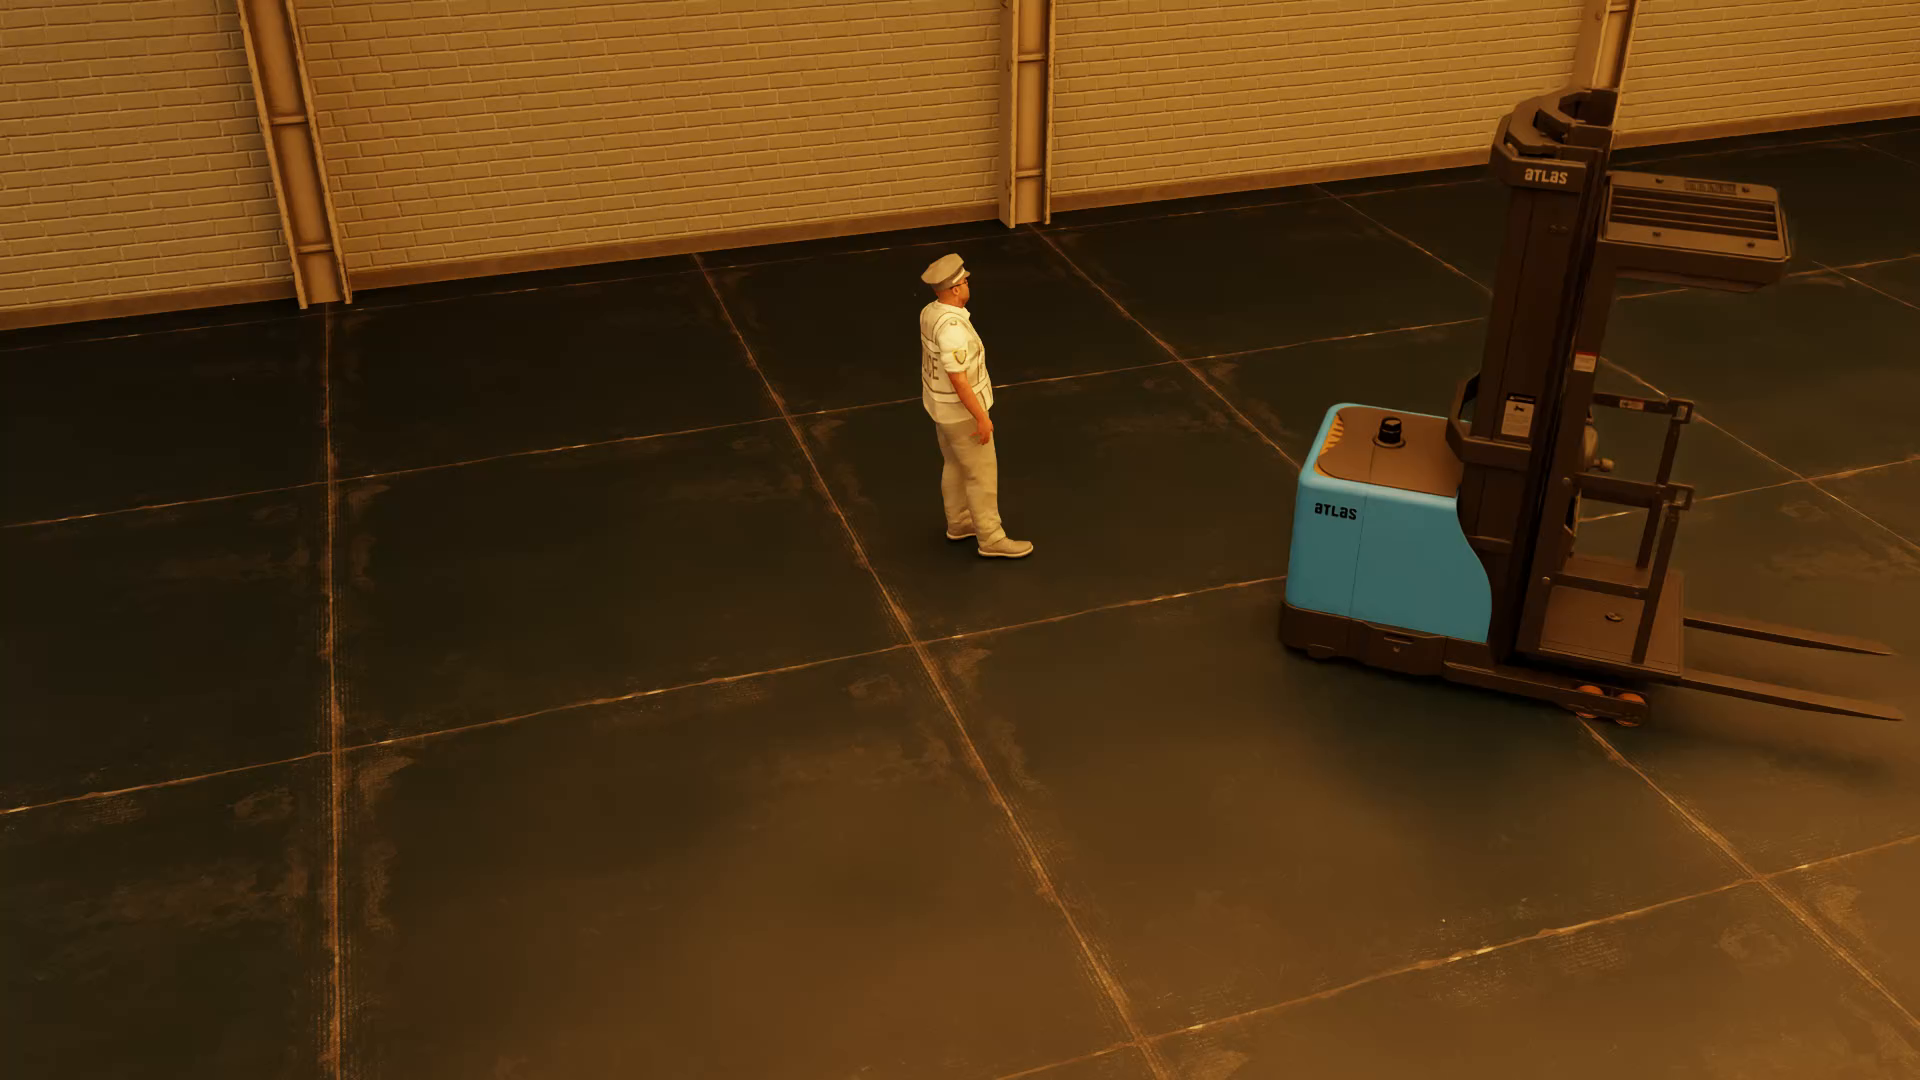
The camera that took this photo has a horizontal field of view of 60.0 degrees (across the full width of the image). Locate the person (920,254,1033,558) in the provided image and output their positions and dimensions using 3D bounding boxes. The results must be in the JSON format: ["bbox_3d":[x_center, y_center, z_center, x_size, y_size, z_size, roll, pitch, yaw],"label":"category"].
[{"bbox_3d":[0.078,-0.786,9.590,0.573,1.781,0.641,-10,31,-16],"label":"person"}]

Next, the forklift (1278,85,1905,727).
[{"bbox_3d":[3.288,-0.630,8.181,3.031,2.935,1.130,11,32,18],"label":"forklift"}]
